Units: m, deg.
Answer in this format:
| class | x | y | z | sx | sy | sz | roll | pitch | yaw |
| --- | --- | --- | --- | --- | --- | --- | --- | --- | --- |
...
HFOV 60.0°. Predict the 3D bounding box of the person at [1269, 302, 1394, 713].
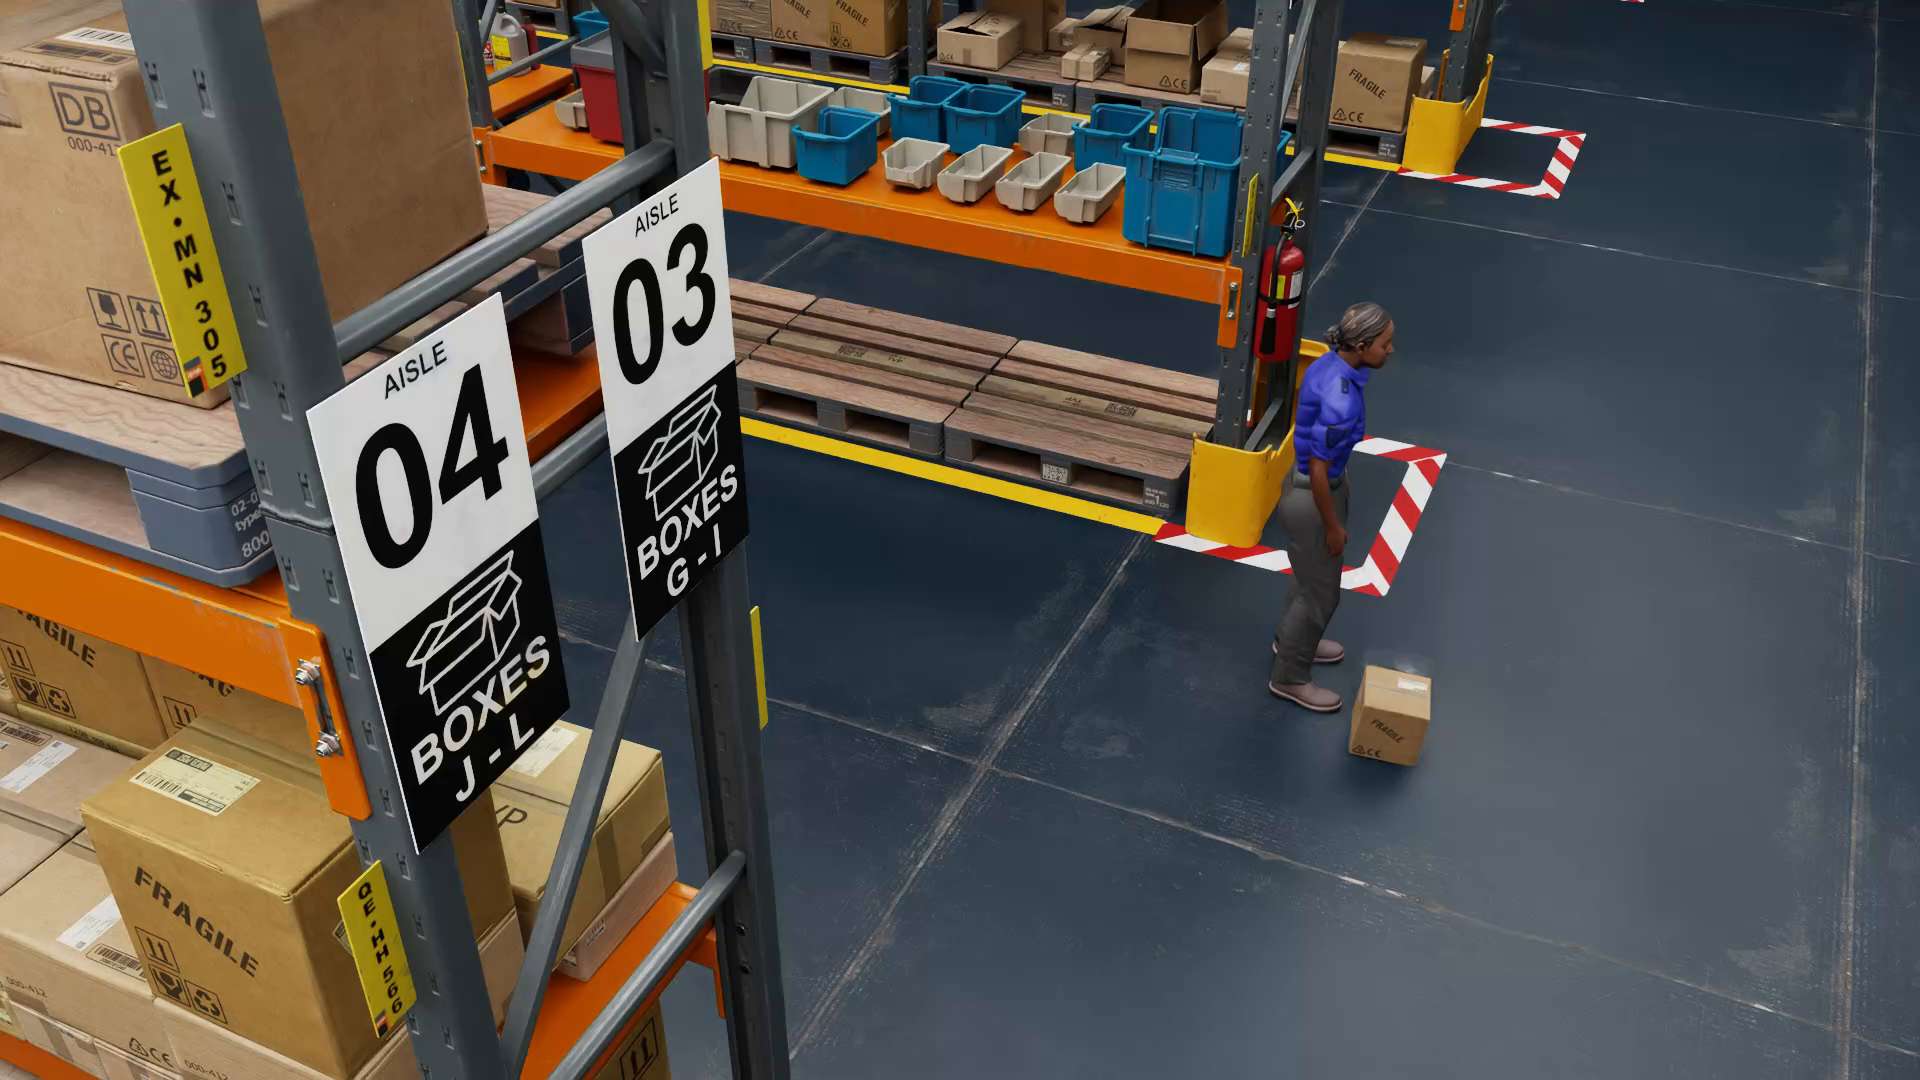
| class | x | y | z | sx | sy | sz | roll | pitch | yaw |
| --- | --- | --- | --- | --- | --- | --- | --- | --- | --- |
| person | 1.397 | -0.146 | 6.362 | 0.345 | 1.656 | 0.503 | 7 | 35 | 11 |
